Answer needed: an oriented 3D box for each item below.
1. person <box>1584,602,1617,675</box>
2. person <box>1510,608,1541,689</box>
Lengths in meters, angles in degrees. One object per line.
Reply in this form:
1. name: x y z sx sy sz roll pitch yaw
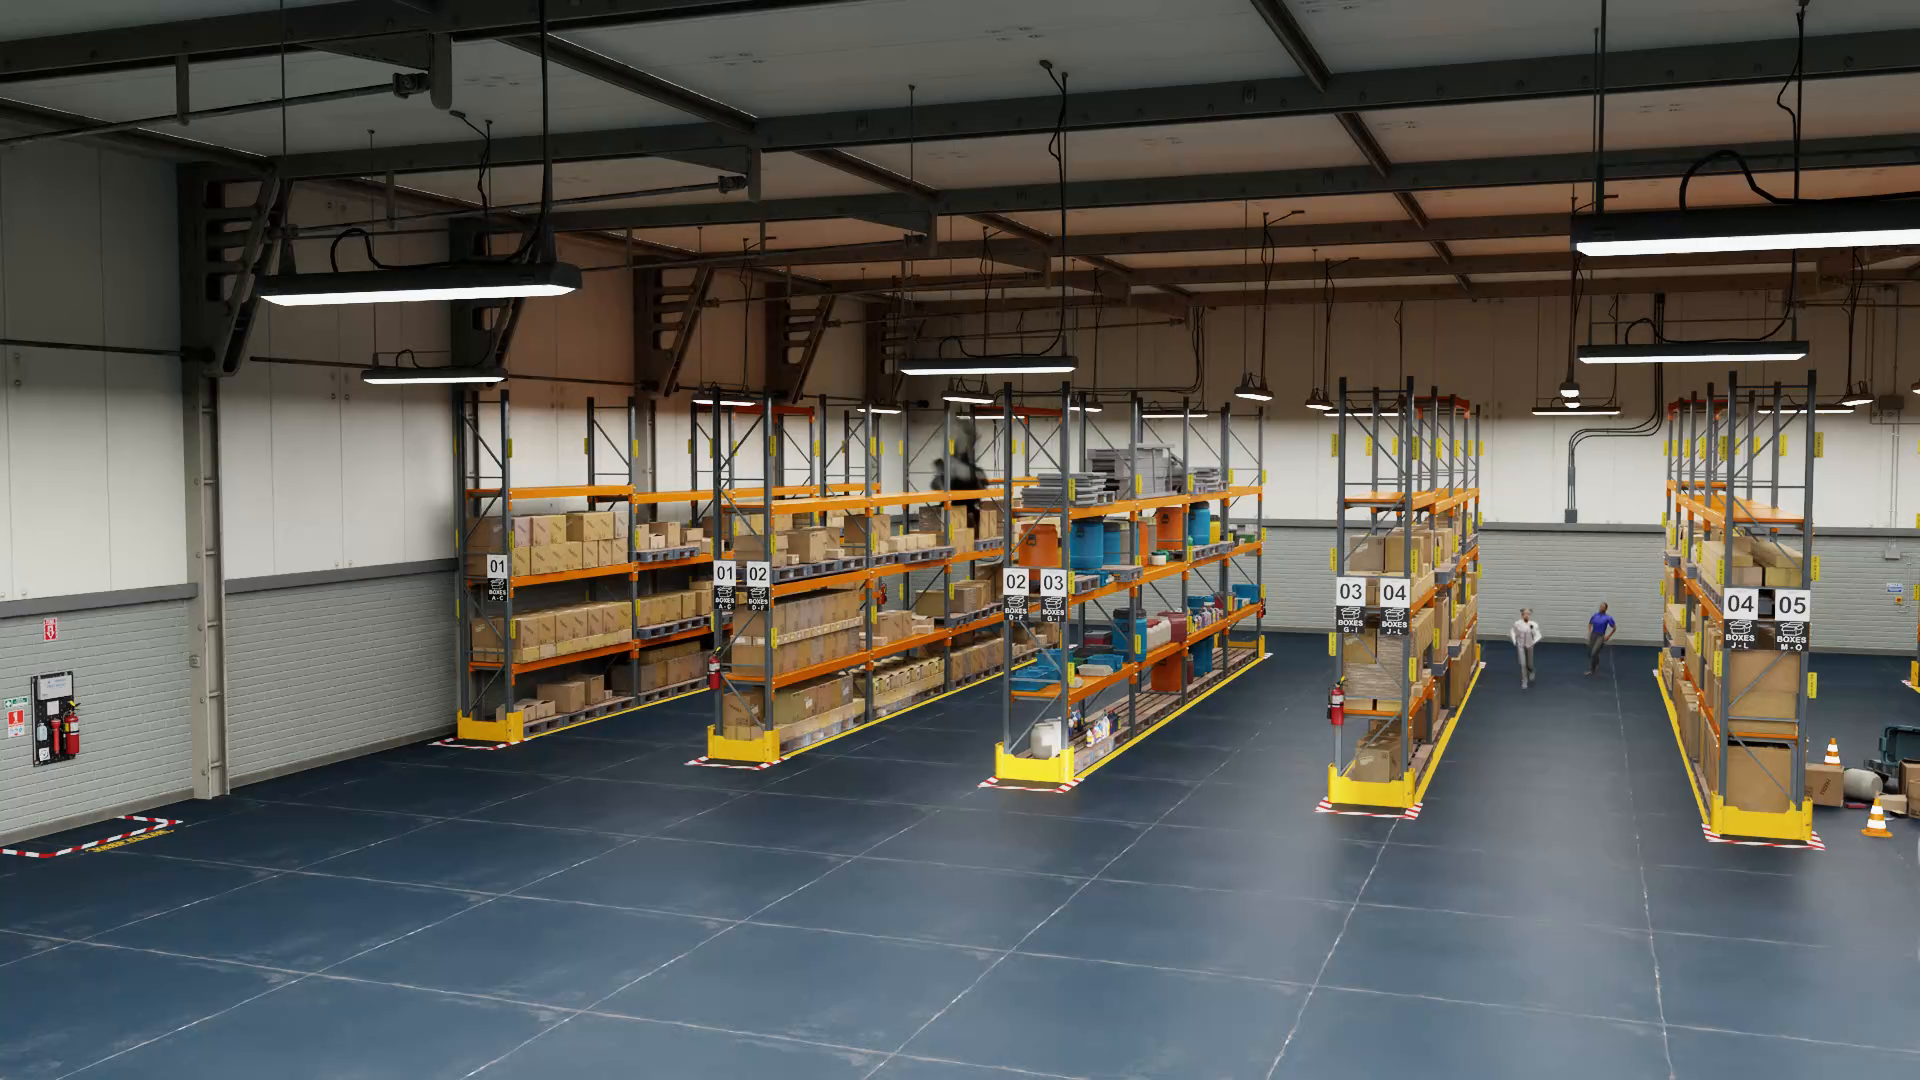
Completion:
1. person: 14.200 2.181 36.817 0.673 1.619 0.654 -3 4 -42
2. person: 11.883 2.253 34.961 0.623 1.685 0.778 1 3 22
